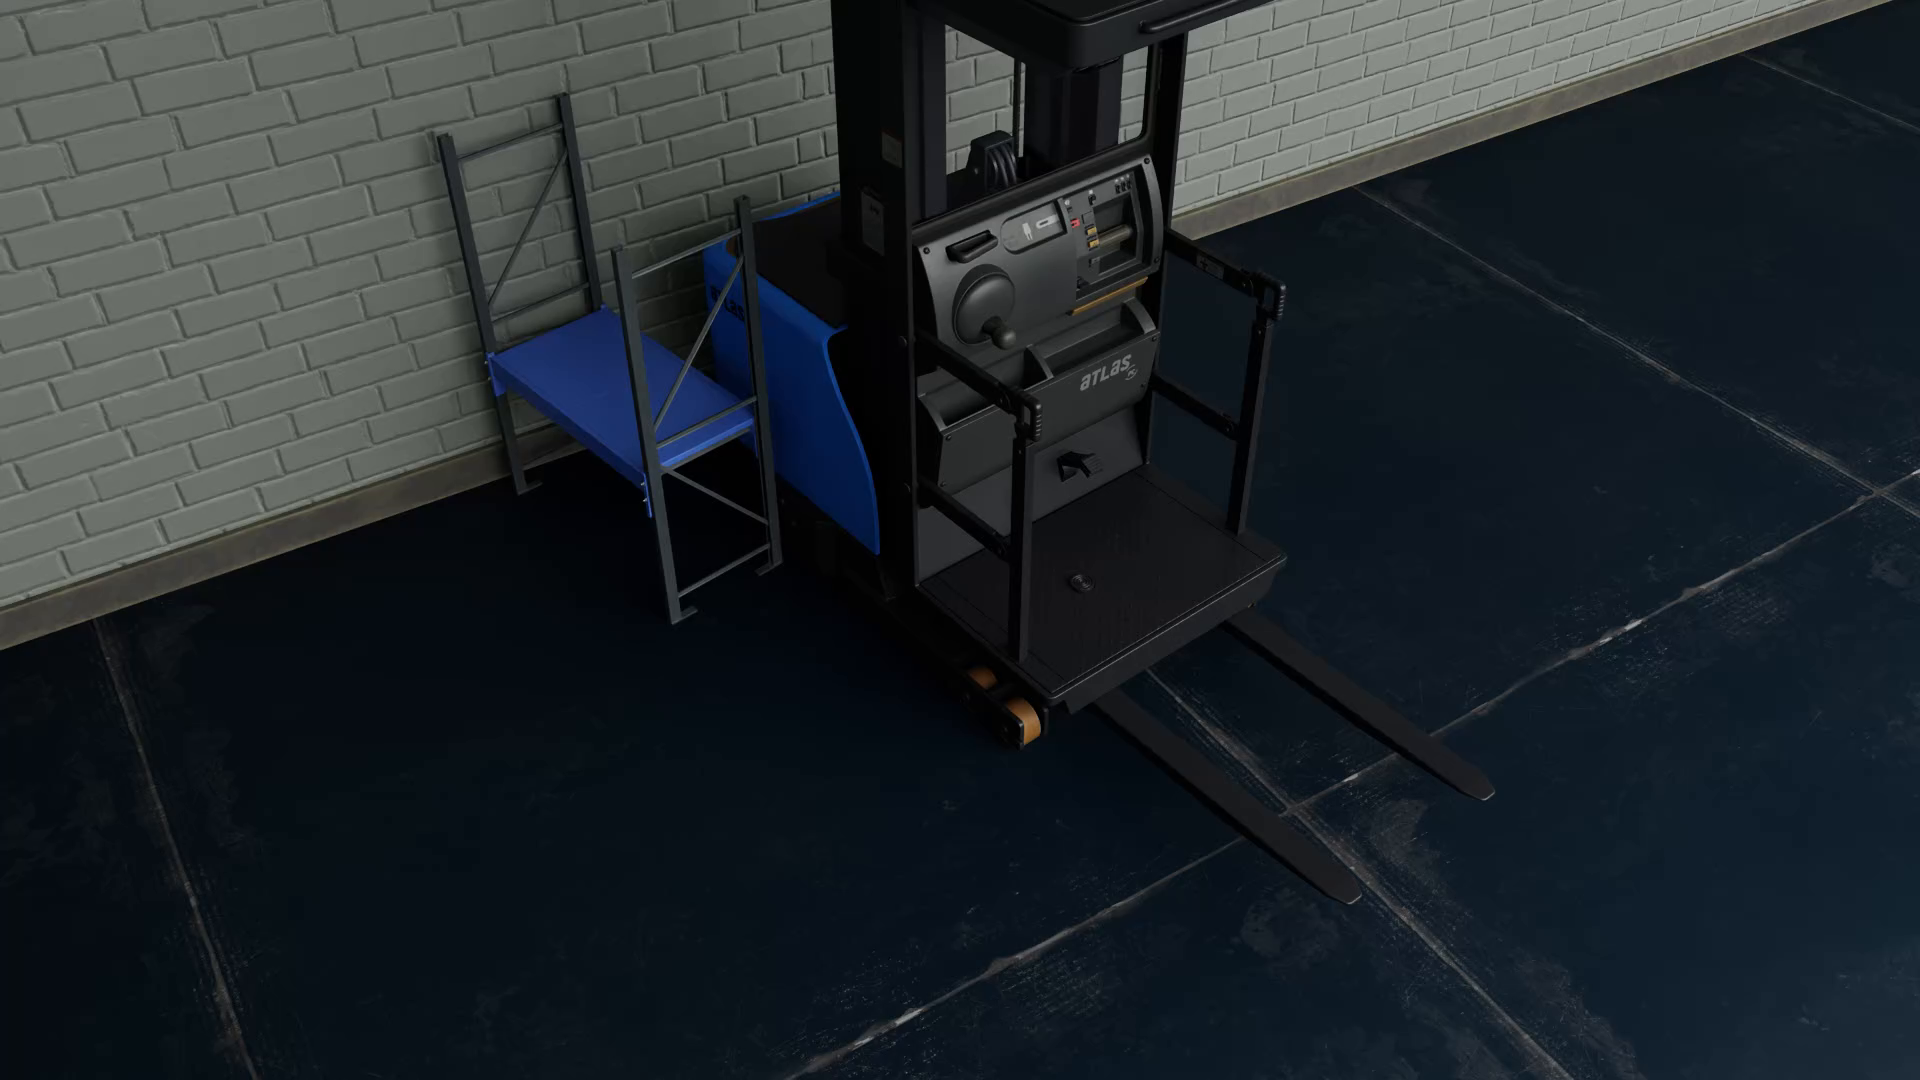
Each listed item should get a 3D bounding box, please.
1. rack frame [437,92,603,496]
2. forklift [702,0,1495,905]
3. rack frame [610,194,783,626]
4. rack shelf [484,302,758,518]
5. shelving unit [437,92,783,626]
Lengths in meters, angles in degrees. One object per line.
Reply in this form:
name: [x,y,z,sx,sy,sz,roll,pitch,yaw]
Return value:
rack frame: [-1.544,-0.864,6.115,0.500,1.500,0.032,-31,49,-32]
forklift: [0.396,-0.815,4.938,1.130,2.935,3.031,-28,47,-29]
rack frame: [-0.848,-0.390,5.546,0.500,1.500,0.032,-31,49,-32]
rack shelf: [-1.196,-0.489,5.946,0.538,0.185,1.000,-31,49,-32]
shelving unit: [-1.196,-0.627,5.831,0.538,1.500,1.048,-31,49,-32]
